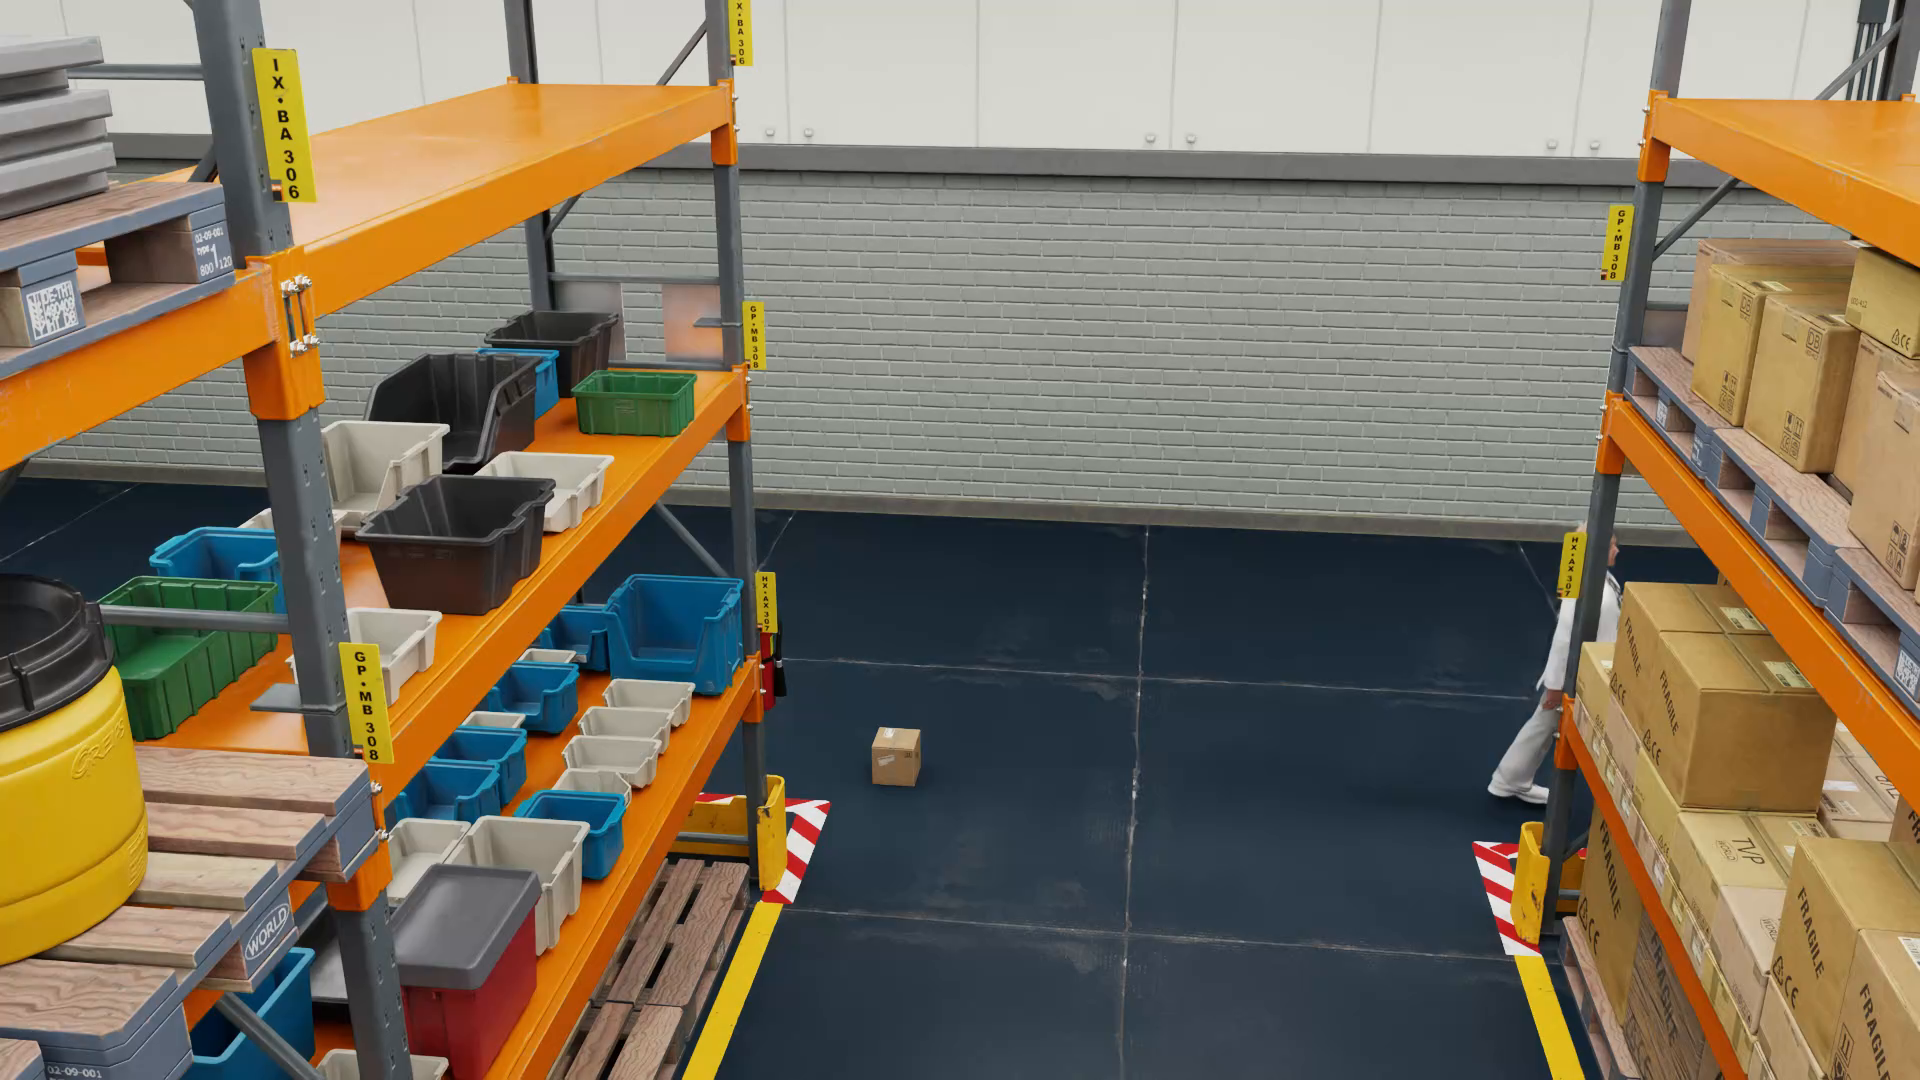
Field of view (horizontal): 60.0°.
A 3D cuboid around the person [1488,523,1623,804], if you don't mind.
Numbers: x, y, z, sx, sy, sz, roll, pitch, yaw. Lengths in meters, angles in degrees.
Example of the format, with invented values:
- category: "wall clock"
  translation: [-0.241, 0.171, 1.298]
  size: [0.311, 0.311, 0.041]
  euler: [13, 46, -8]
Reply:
- category: "person"
  translation: [3.539, 0.731, 9.143]
  size: [1.045, 1.732, 0.569]
  euler: [7, 22, 17]
